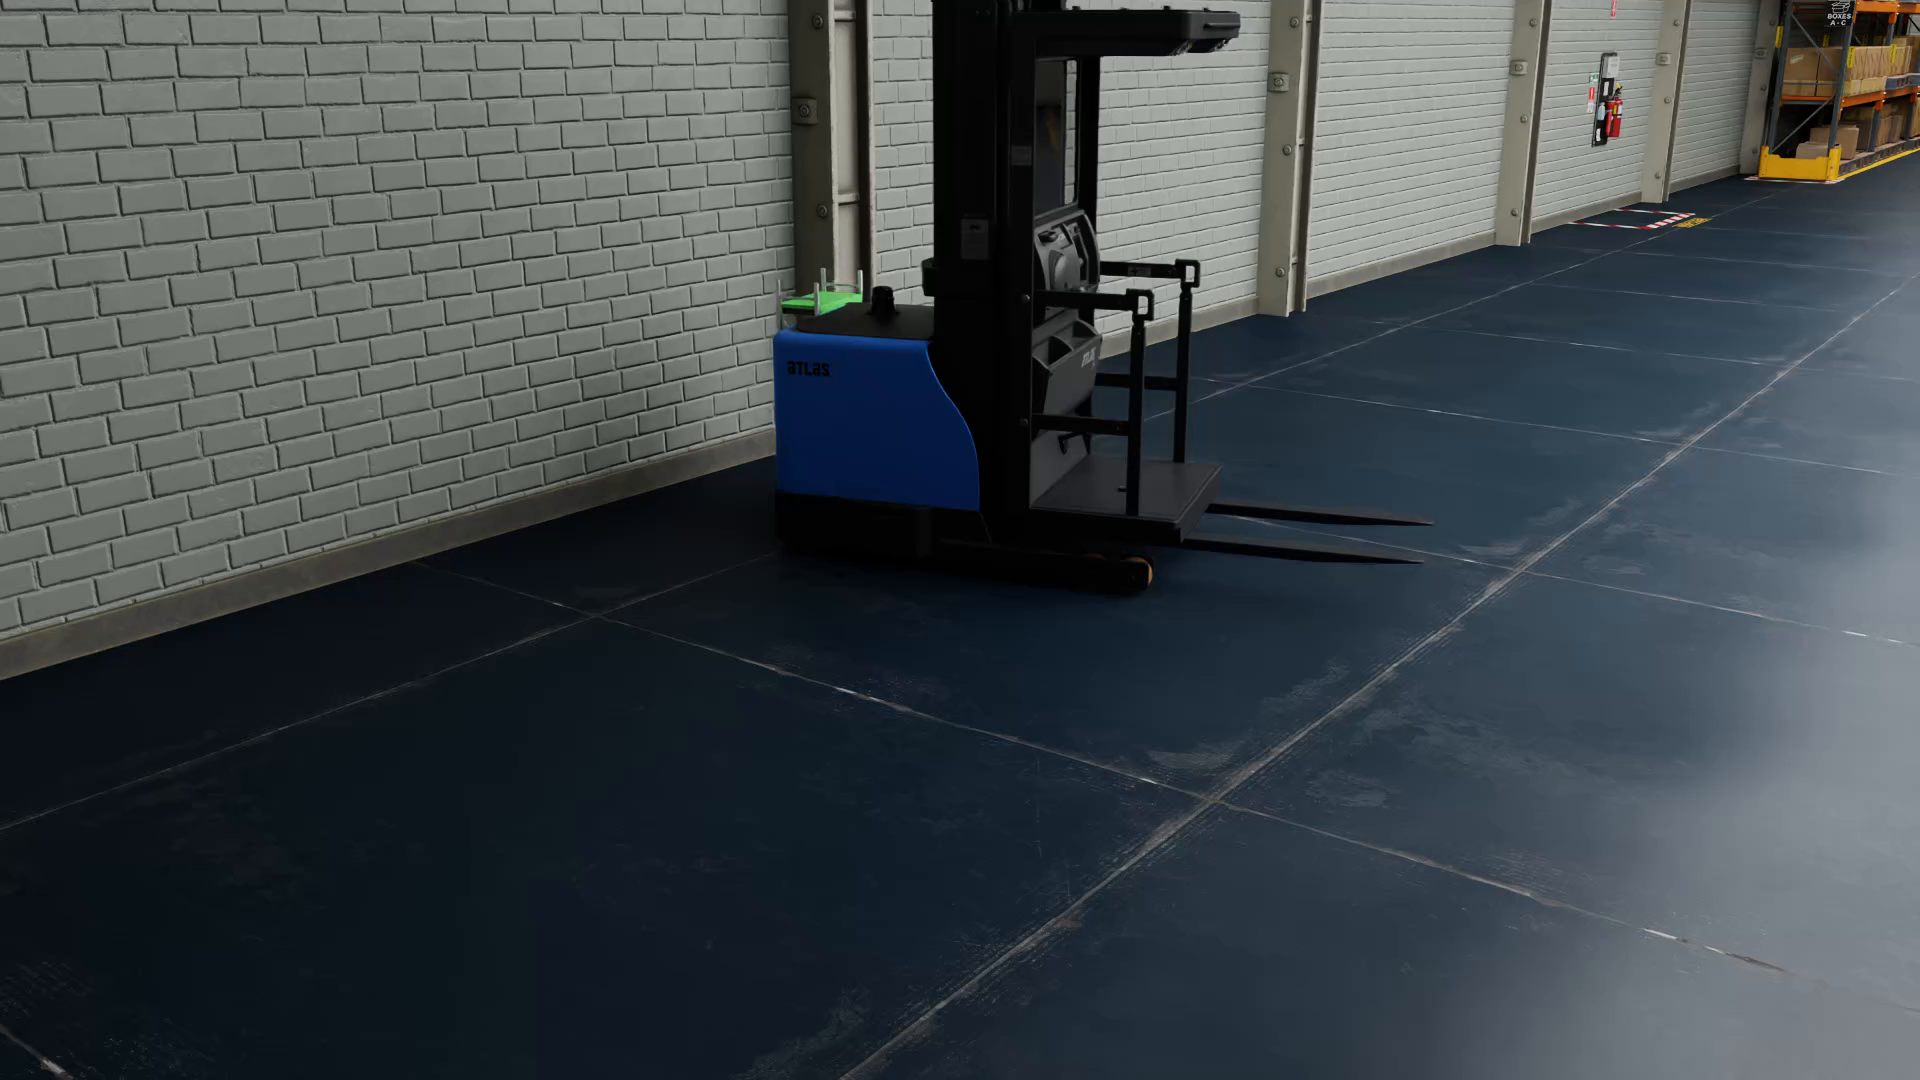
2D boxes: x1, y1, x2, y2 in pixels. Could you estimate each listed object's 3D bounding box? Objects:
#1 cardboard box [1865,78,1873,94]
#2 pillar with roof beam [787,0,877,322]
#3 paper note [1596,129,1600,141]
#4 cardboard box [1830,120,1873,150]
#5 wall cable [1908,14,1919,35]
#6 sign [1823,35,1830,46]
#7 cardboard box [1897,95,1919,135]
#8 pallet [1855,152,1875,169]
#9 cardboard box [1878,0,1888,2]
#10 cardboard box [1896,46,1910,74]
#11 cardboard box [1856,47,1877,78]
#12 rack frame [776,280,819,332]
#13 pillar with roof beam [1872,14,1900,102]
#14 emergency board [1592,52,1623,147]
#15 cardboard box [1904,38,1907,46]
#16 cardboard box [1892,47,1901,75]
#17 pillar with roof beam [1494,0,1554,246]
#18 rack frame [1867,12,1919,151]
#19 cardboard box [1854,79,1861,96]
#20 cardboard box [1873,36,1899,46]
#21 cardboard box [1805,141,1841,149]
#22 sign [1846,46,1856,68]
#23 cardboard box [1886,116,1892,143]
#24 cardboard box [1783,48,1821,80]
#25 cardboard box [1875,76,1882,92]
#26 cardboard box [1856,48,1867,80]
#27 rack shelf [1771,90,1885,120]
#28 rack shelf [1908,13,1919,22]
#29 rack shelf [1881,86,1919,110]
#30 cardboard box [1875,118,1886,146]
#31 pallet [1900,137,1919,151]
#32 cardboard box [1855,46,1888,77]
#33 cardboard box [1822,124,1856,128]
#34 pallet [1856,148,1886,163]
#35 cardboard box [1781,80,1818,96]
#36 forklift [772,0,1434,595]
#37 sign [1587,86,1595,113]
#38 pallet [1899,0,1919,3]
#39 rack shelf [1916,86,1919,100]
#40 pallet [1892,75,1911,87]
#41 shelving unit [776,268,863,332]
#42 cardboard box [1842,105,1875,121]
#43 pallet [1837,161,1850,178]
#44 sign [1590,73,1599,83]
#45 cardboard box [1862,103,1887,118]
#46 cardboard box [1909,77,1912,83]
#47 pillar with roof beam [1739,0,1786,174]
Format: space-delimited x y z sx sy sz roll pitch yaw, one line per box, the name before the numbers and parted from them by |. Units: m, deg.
cardboard box | 15.300 -7.789 28.489 0.500 0.250 0.500 13 21 35
pillar with roof beam | 2.724 -4.133 6.378 9.100 9.000 0.400 12 21 35
paper note | 8.328 -5.283 21.683 0.016 0.148 0.142 12 21 35
cardboard box | 16.653 -7.572 31.043 0.700 0.500 0.500 13 22 37
wall cable | 23.381 -12.193 40.737 0.084 1.984 1.851 12 21 35
sign | 15.780 -9.028 30.305 0.100 0.325 0.005 12 21 35
cardboard box | 19.682 -8.864 34.646 0.750 0.750 0.750 12 21 34
pallet | 15.856 -6.880 30.042 1.003 0.211 1.213 12 21 35
cardboard box | 15.814 -9.585 28.792 0.500 0.500 0.500 10 20 30
cardboard box | 18.028 -9.337 32.341 0.700 0.500 0.500 10 20 30
cardboard box | 15.284 -8.145 28.368 0.500 0.500 0.500 13 22 36
rack frame | -0.822 -0.731 8.572 0.240 1.200 0.015 7 19 22
pillar with roof beam | 24.174 -12.707 33.989 9.100 9.000 0.400 12 21 35
emergency board | 8.489 -5.734 21.649 0.194 1.169 0.643 12 21 35
cardboard box | 18.430 -9.811 32.773 0.380 0.149 0.250 9 20 28
cardboard box | 17.265 -9.045 31.402 0.700 0.500 0.500 16 24 42
pillar with roof beam | 9.874 -6.991 15.582 9.100 9.000 0.400 12 21 35
rack frame | 18.611 -9.330 33.231 1.000 3.000 0.127 12 21 35
cardboard box | 14.688 -7.549 27.715 0.500 0.250 0.500 12 21 33
cardboard box | 18.673 -10.042 33.554 0.500 0.250 0.500 13 22 36
cardboard box | 14.669 -6.636 28.346 0.500 0.311 0.500 15 22 39
sign | 14.280 -7.743 26.659 0.100 0.325 0.005 12 21 35
cardboard box | 17.824 -8.064 32.626 0.700 0.500 0.500 12 21 35
cardboard box | 13.955 -7.871 27.486 0.500 0.500 0.500 12 21 34
cardboard box | 15.886 -8.032 29.270 0.500 0.250 0.500 13 21 35
cardboard box | 14.673 -7.898 27.572 0.500 0.500 0.500 12 21 35
rack shelf | 15.036 -7.558 28.736 1.077 0.370 4.000 12 21 35
rack shelf | 22.186 -11.848 37.495 1.077 0.370 4.000 12 21 35
rack shelf | 17.420 -8.510 31.804 1.077 0.370 4.000 12 21 35
cardboard box | 17.257 -7.819 31.836 0.700 0.500 0.500 13 21 35
pallet | 19.142 -8.173 34.207 1.003 0.211 1.213 12 21 35
cardboard box | 15.902 -8.387 29.147 0.500 0.500 0.500 12 21 34
cardboard box | 15.642 -7.140 29.650 0.500 0.500 0.500 11 20 31
pallet | 16.691 -7.232 31.175 1.003 0.211 1.213 12 21 35
cardboard box | 13.967 -7.508 27.584 0.500 0.250 0.500 13 21 35
forklift | 0.680 -1.333 7.593 3.031 2.935 1.130 6 18 18
sign | 8.077 -5.637 21.278 0.001 0.329 0.234 12 21 35
pallet | 16.681 -9.849 30.159 1.213 0.211 1.003 12 21 35
rack shelf | 19.803 -9.463 34.872 1.077 0.370 4.000 12 21 35
pallet | 17.465 -8.760 31.718 1.003 0.211 1.213 12 21 35
shelving unit | -0.725 -0.797 8.786 0.258 1.200 0.503 7 19 22
cardboard box | 16.913 -8.036 31.271 0.500 0.250 0.500 12 21 34
pallet | 14.402 -6.299 28.170 1.003 0.211 1.213 12 21 35
sign | 8.087 -5.890 21.198 0.001 0.109 0.331 12 21 35
cardboard box | 17.532 -8.276 32.045 0.500 0.250 0.500 12 21 34
cardboard box | 18.993 -9.257 33.386 0.380 0.149 0.250 12 21 34
pillar with roof beam | 17.024 -9.849 24.785 9.100 9.000 0.400 12 21 35
